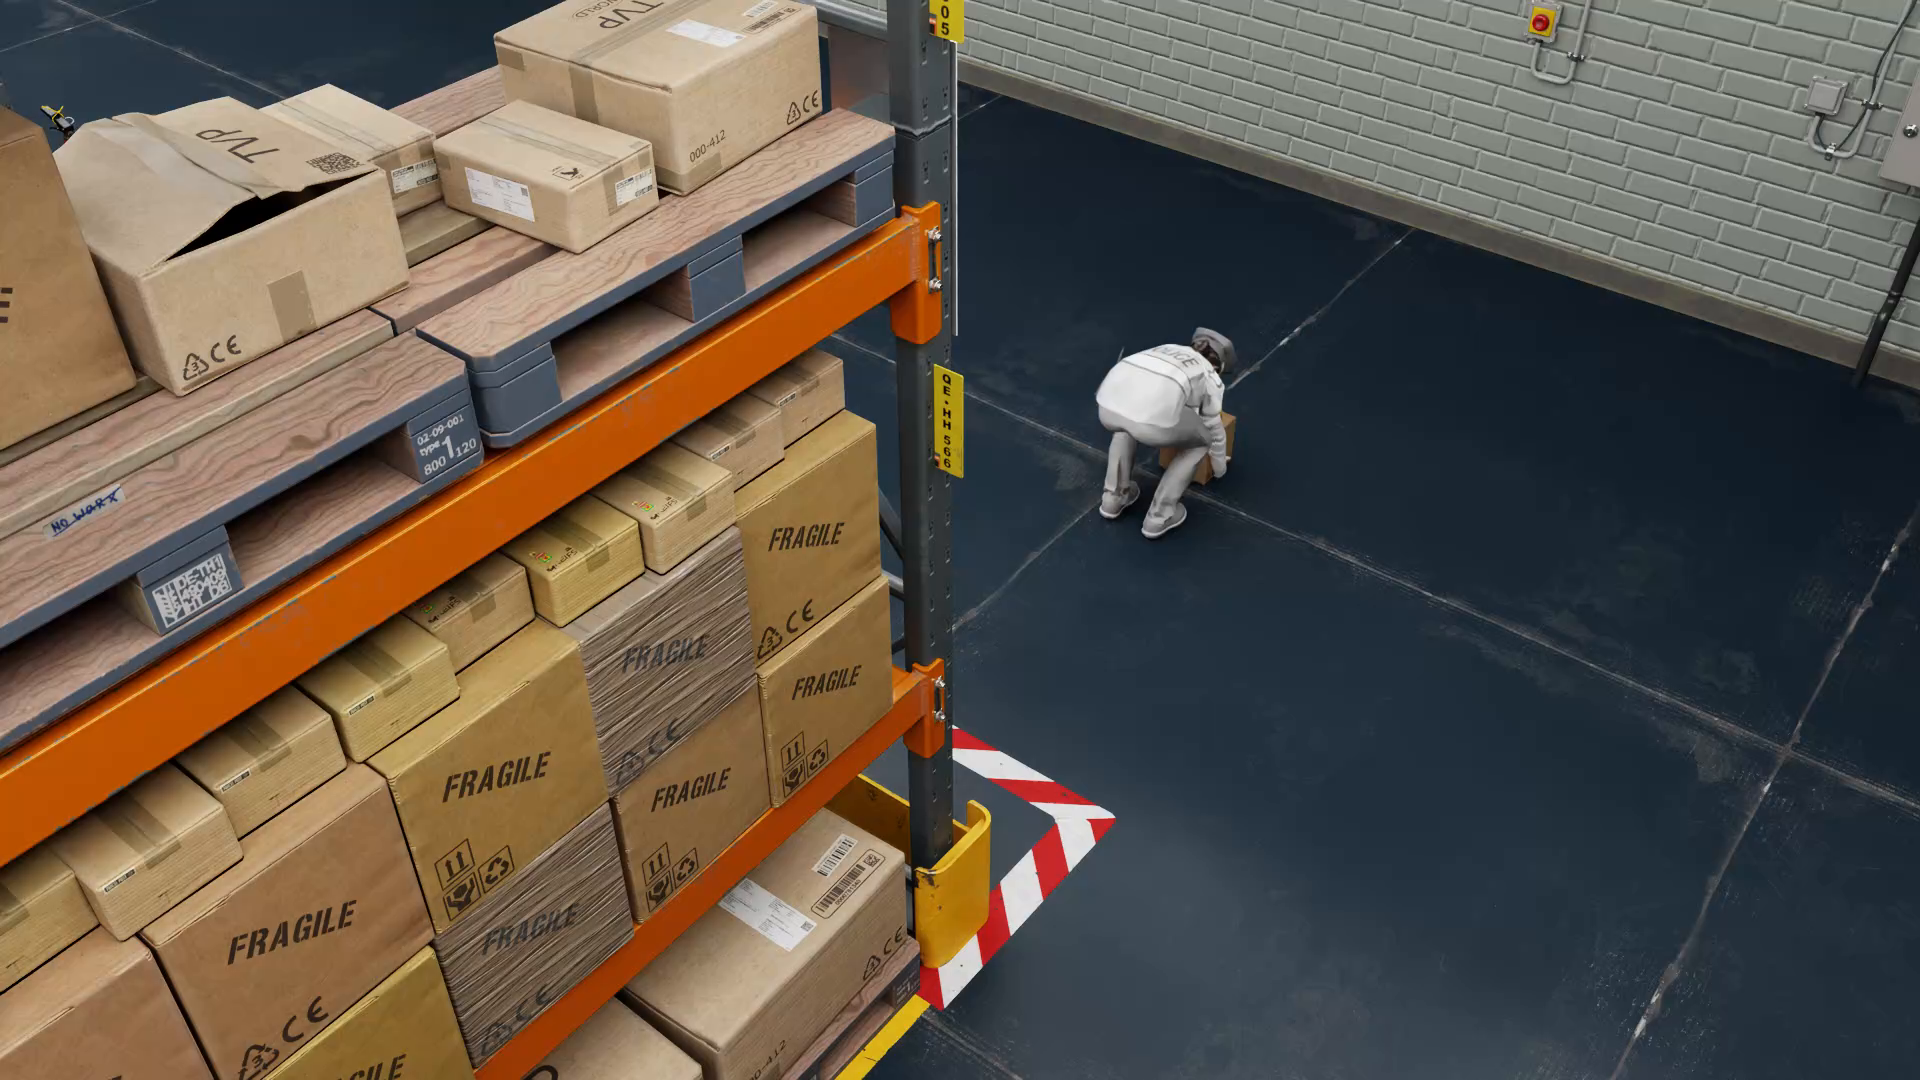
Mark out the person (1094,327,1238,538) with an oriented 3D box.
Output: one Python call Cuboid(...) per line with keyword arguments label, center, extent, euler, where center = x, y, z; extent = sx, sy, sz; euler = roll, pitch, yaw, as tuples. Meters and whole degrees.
Cuboid(label="person", center=(0.920, -0.527, 7.439), extent=(0.466, 0.862, 0.883), euler=(24, 45, 26))
